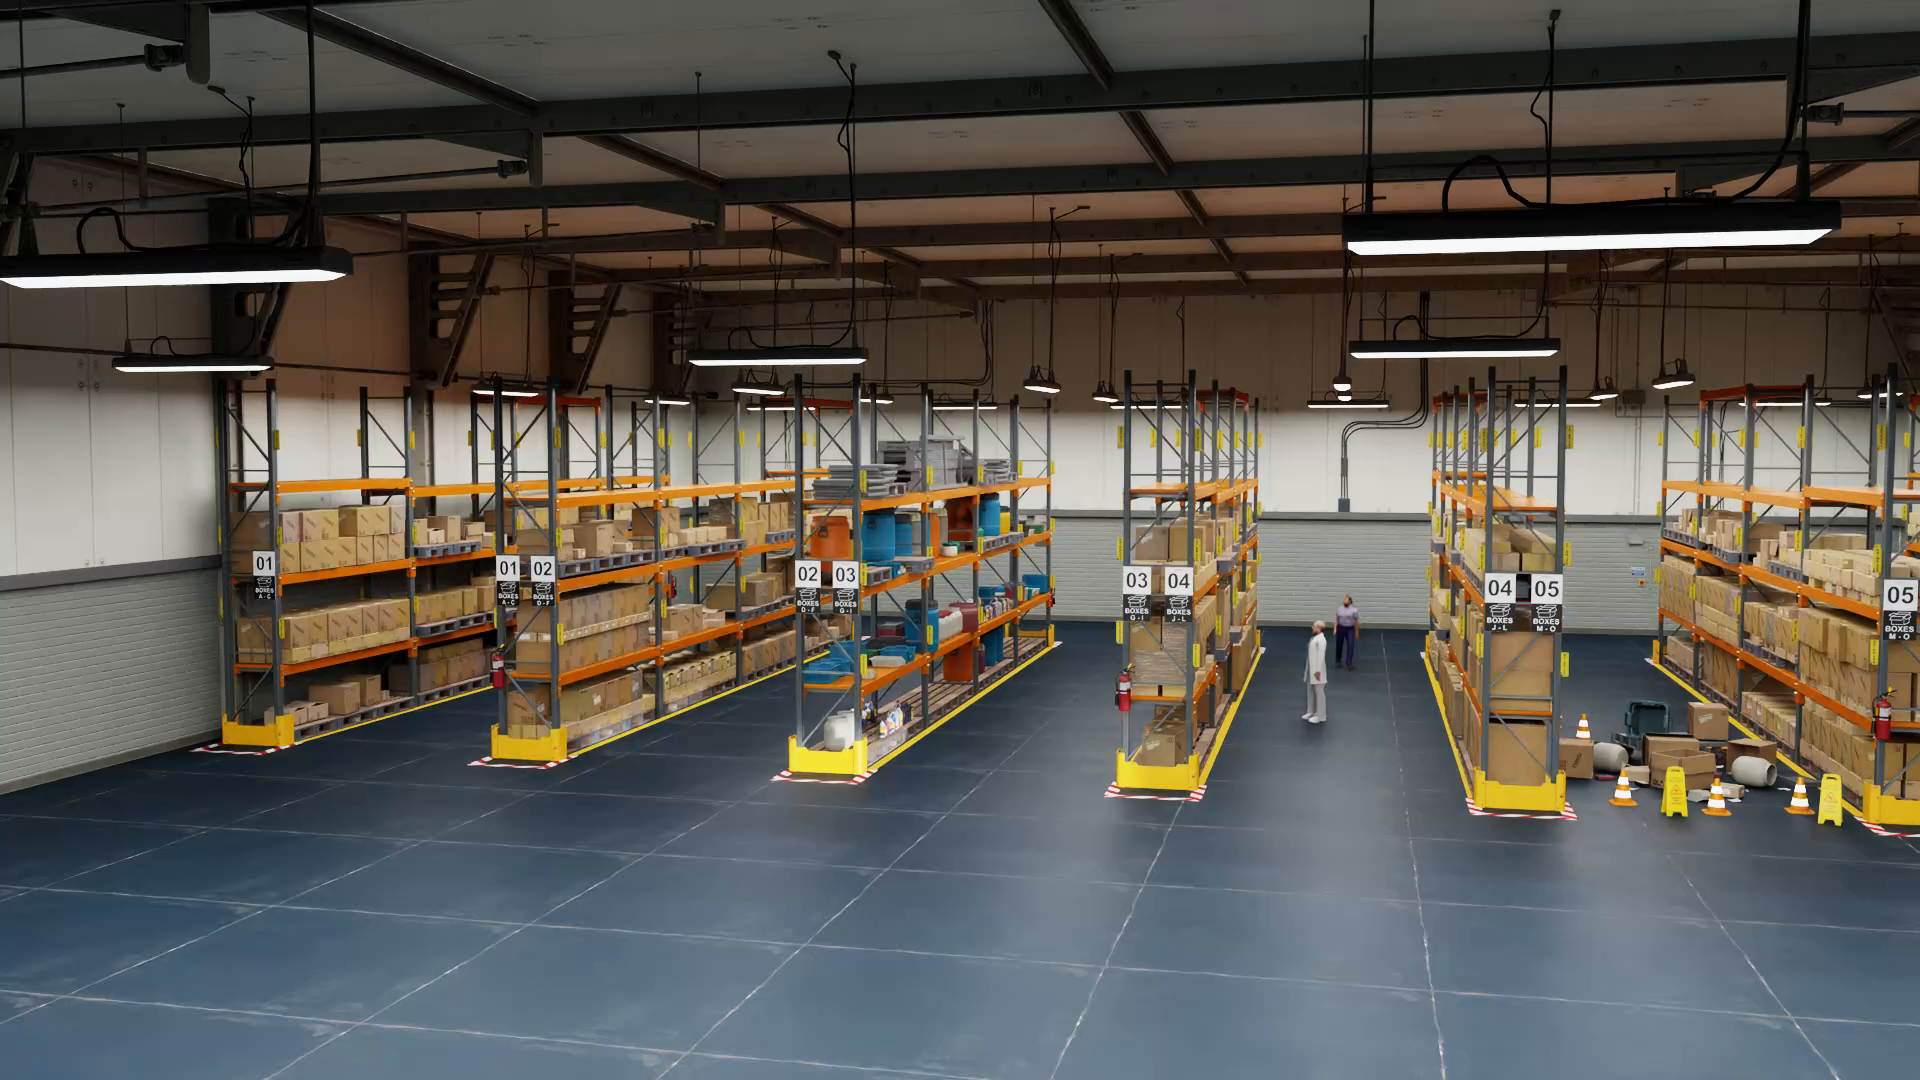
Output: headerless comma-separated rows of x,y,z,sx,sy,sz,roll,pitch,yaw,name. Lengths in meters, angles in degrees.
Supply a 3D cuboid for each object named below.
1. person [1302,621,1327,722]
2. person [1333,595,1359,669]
6.325,2.327,29.619,0.426,1.787,0.610,-1,4,-15,person
8.487,2.014,36.566,0.558,1.592,0.921,1,3,8,person
